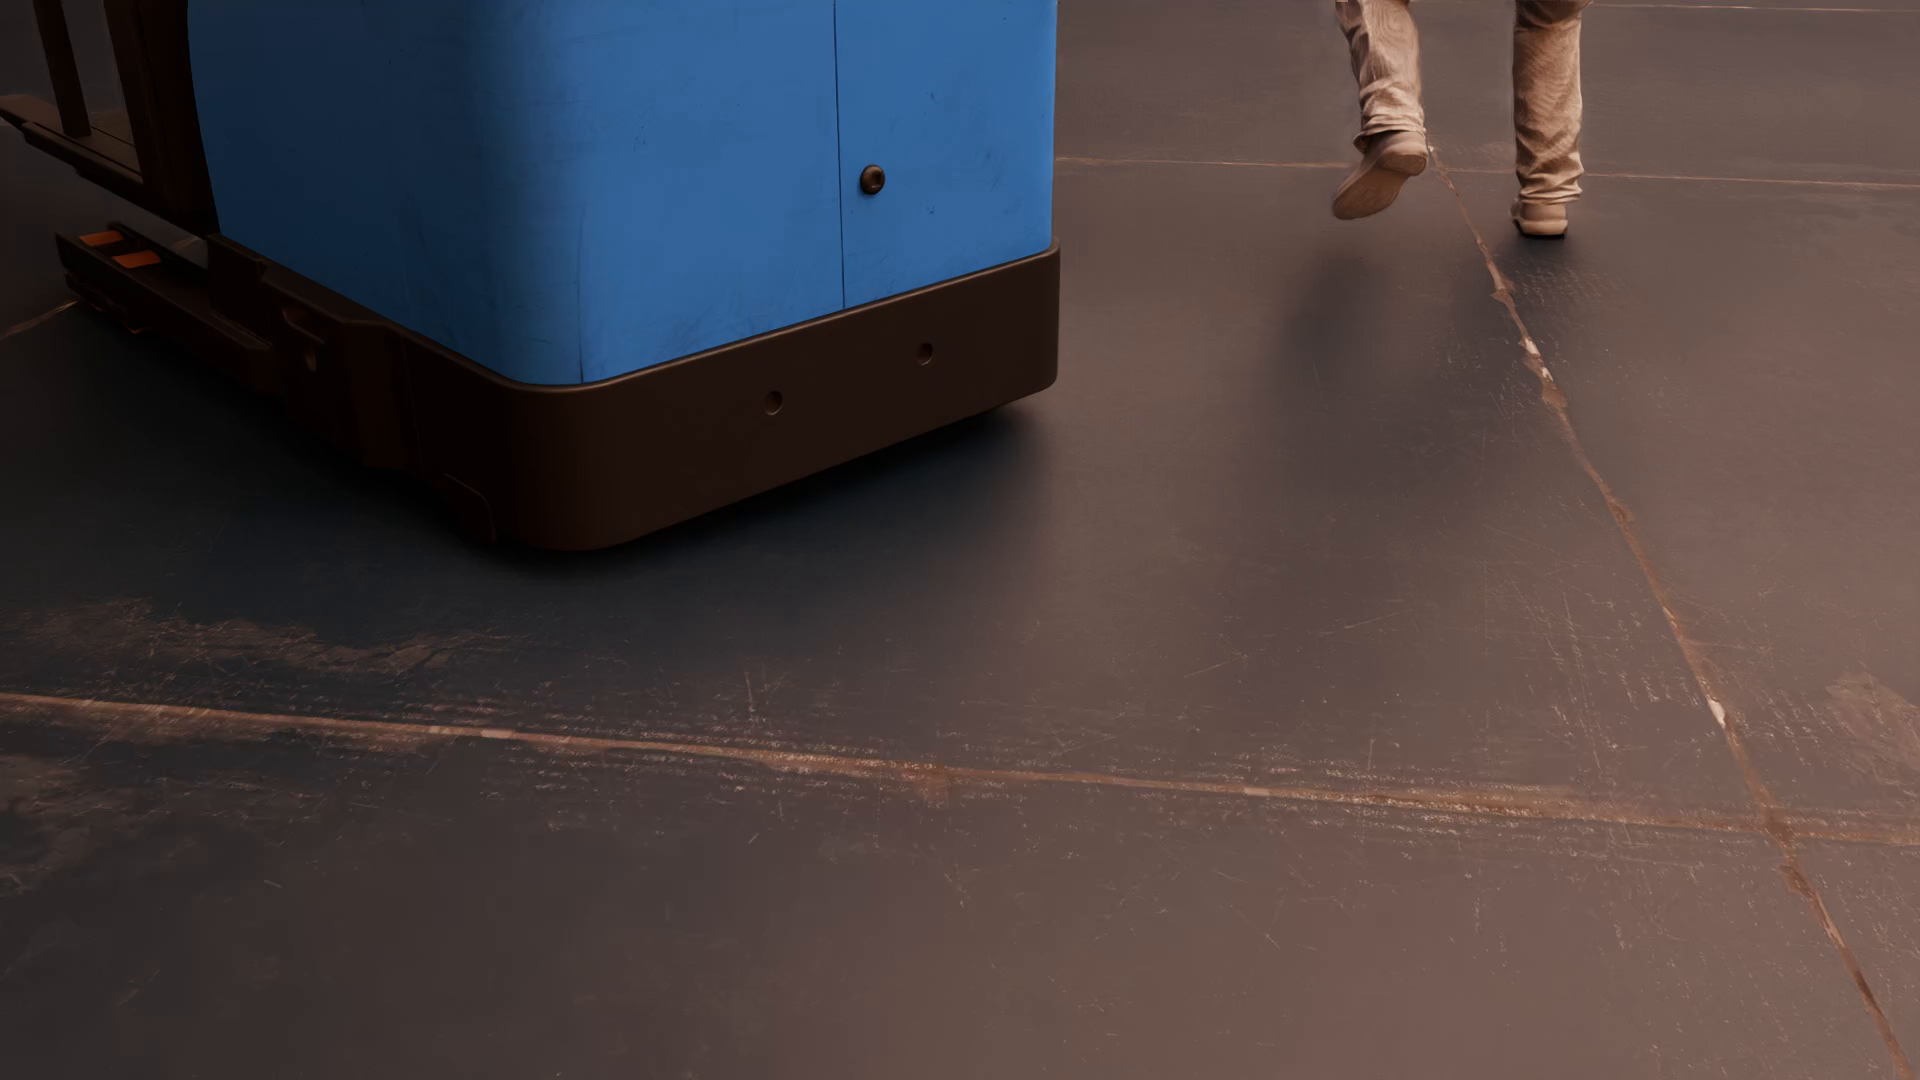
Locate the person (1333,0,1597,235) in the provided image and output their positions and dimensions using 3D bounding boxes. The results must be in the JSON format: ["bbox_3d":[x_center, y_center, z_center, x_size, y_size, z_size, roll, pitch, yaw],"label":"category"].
[{"bbox_3d":[1.212,-1.477,3.625,0.922,1.666,0.566,-6,27,-12],"label":"person"}]

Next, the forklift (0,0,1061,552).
[{"bbox_3d":[-1.211,-1.861,2.947,1.130,2.935,3.031,-23,35,-38],"label":"forklift"}]
